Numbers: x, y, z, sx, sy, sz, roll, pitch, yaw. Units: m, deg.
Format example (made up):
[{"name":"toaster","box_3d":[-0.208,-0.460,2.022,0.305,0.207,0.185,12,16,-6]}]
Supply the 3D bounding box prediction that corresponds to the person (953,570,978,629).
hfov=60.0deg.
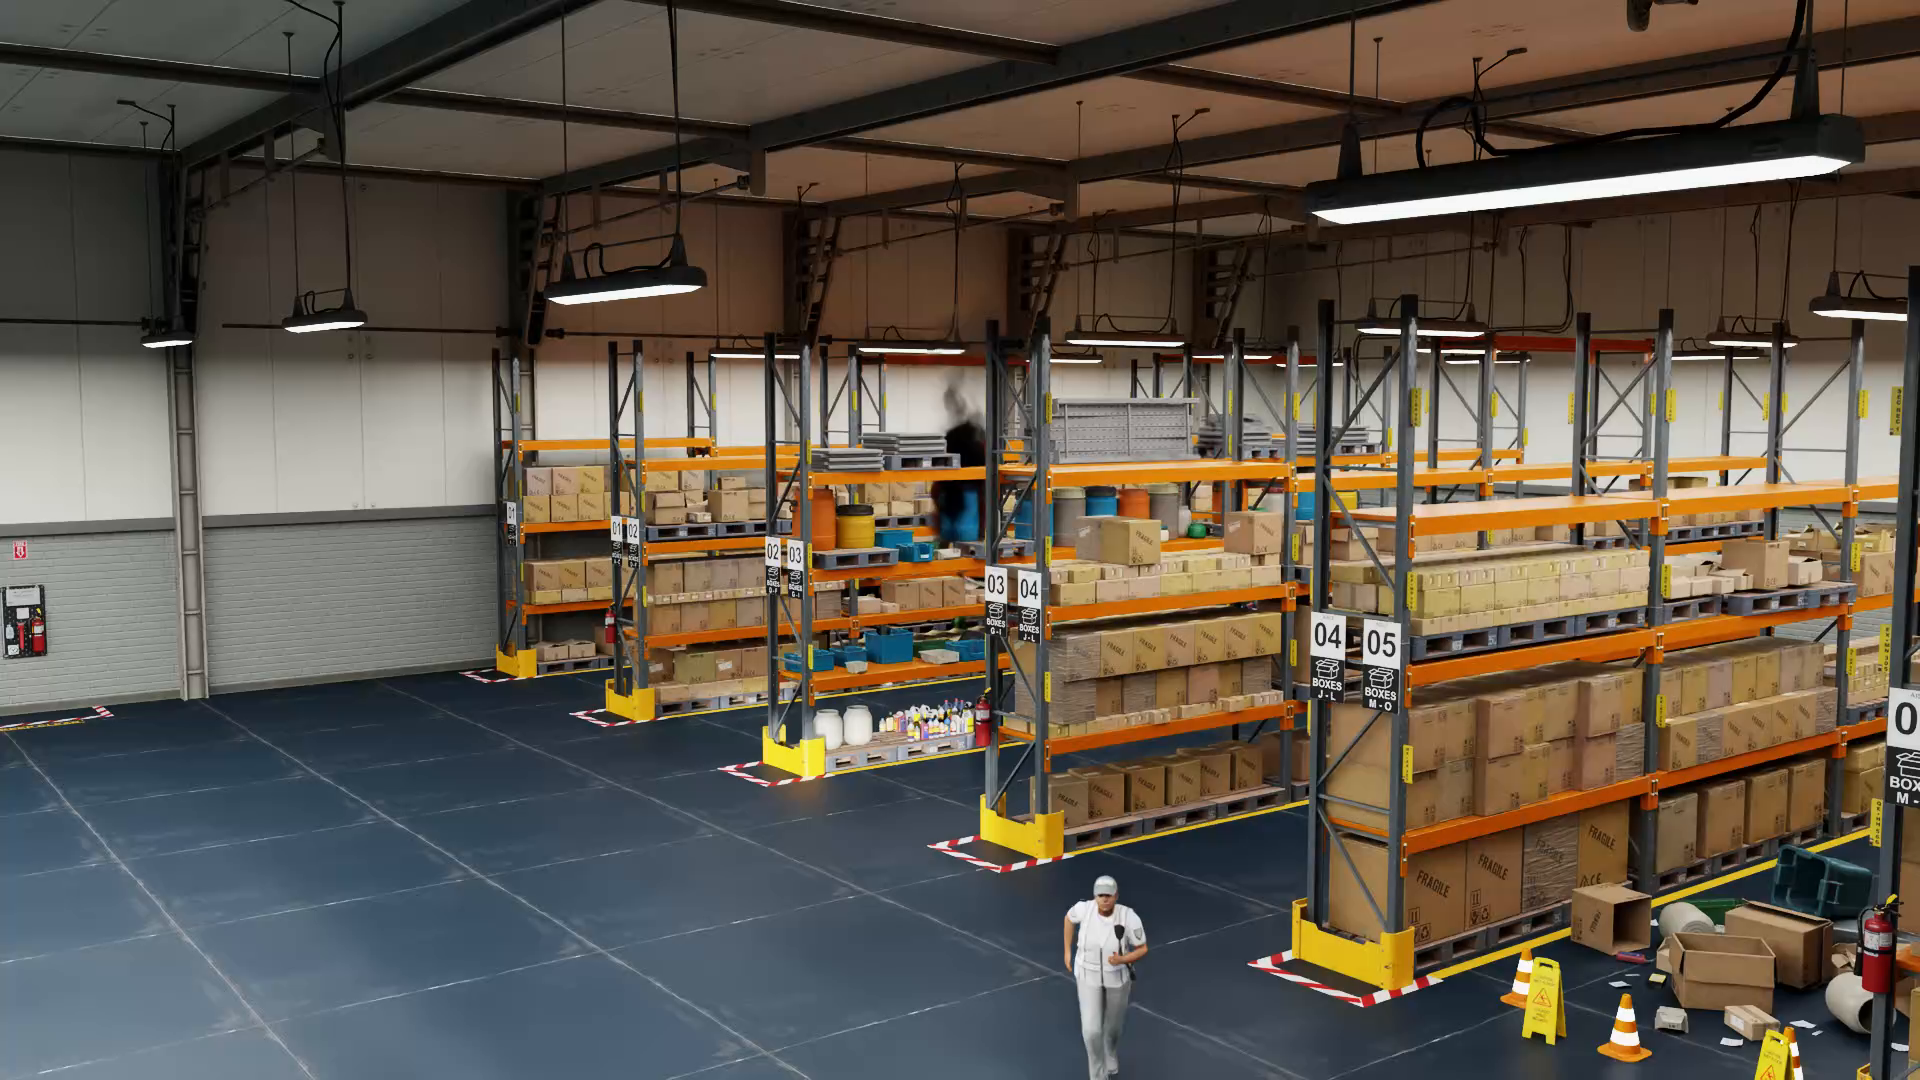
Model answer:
[{"name":"person","box_3d":[-0.004,1.370,33.053,0.705,1.824,0.632,-5,7,-44]}]

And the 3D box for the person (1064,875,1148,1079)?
[{"name":"person","box_3d":[1.073,3.276,12.277,0.627,1.713,0.859,1,5,8]}]
